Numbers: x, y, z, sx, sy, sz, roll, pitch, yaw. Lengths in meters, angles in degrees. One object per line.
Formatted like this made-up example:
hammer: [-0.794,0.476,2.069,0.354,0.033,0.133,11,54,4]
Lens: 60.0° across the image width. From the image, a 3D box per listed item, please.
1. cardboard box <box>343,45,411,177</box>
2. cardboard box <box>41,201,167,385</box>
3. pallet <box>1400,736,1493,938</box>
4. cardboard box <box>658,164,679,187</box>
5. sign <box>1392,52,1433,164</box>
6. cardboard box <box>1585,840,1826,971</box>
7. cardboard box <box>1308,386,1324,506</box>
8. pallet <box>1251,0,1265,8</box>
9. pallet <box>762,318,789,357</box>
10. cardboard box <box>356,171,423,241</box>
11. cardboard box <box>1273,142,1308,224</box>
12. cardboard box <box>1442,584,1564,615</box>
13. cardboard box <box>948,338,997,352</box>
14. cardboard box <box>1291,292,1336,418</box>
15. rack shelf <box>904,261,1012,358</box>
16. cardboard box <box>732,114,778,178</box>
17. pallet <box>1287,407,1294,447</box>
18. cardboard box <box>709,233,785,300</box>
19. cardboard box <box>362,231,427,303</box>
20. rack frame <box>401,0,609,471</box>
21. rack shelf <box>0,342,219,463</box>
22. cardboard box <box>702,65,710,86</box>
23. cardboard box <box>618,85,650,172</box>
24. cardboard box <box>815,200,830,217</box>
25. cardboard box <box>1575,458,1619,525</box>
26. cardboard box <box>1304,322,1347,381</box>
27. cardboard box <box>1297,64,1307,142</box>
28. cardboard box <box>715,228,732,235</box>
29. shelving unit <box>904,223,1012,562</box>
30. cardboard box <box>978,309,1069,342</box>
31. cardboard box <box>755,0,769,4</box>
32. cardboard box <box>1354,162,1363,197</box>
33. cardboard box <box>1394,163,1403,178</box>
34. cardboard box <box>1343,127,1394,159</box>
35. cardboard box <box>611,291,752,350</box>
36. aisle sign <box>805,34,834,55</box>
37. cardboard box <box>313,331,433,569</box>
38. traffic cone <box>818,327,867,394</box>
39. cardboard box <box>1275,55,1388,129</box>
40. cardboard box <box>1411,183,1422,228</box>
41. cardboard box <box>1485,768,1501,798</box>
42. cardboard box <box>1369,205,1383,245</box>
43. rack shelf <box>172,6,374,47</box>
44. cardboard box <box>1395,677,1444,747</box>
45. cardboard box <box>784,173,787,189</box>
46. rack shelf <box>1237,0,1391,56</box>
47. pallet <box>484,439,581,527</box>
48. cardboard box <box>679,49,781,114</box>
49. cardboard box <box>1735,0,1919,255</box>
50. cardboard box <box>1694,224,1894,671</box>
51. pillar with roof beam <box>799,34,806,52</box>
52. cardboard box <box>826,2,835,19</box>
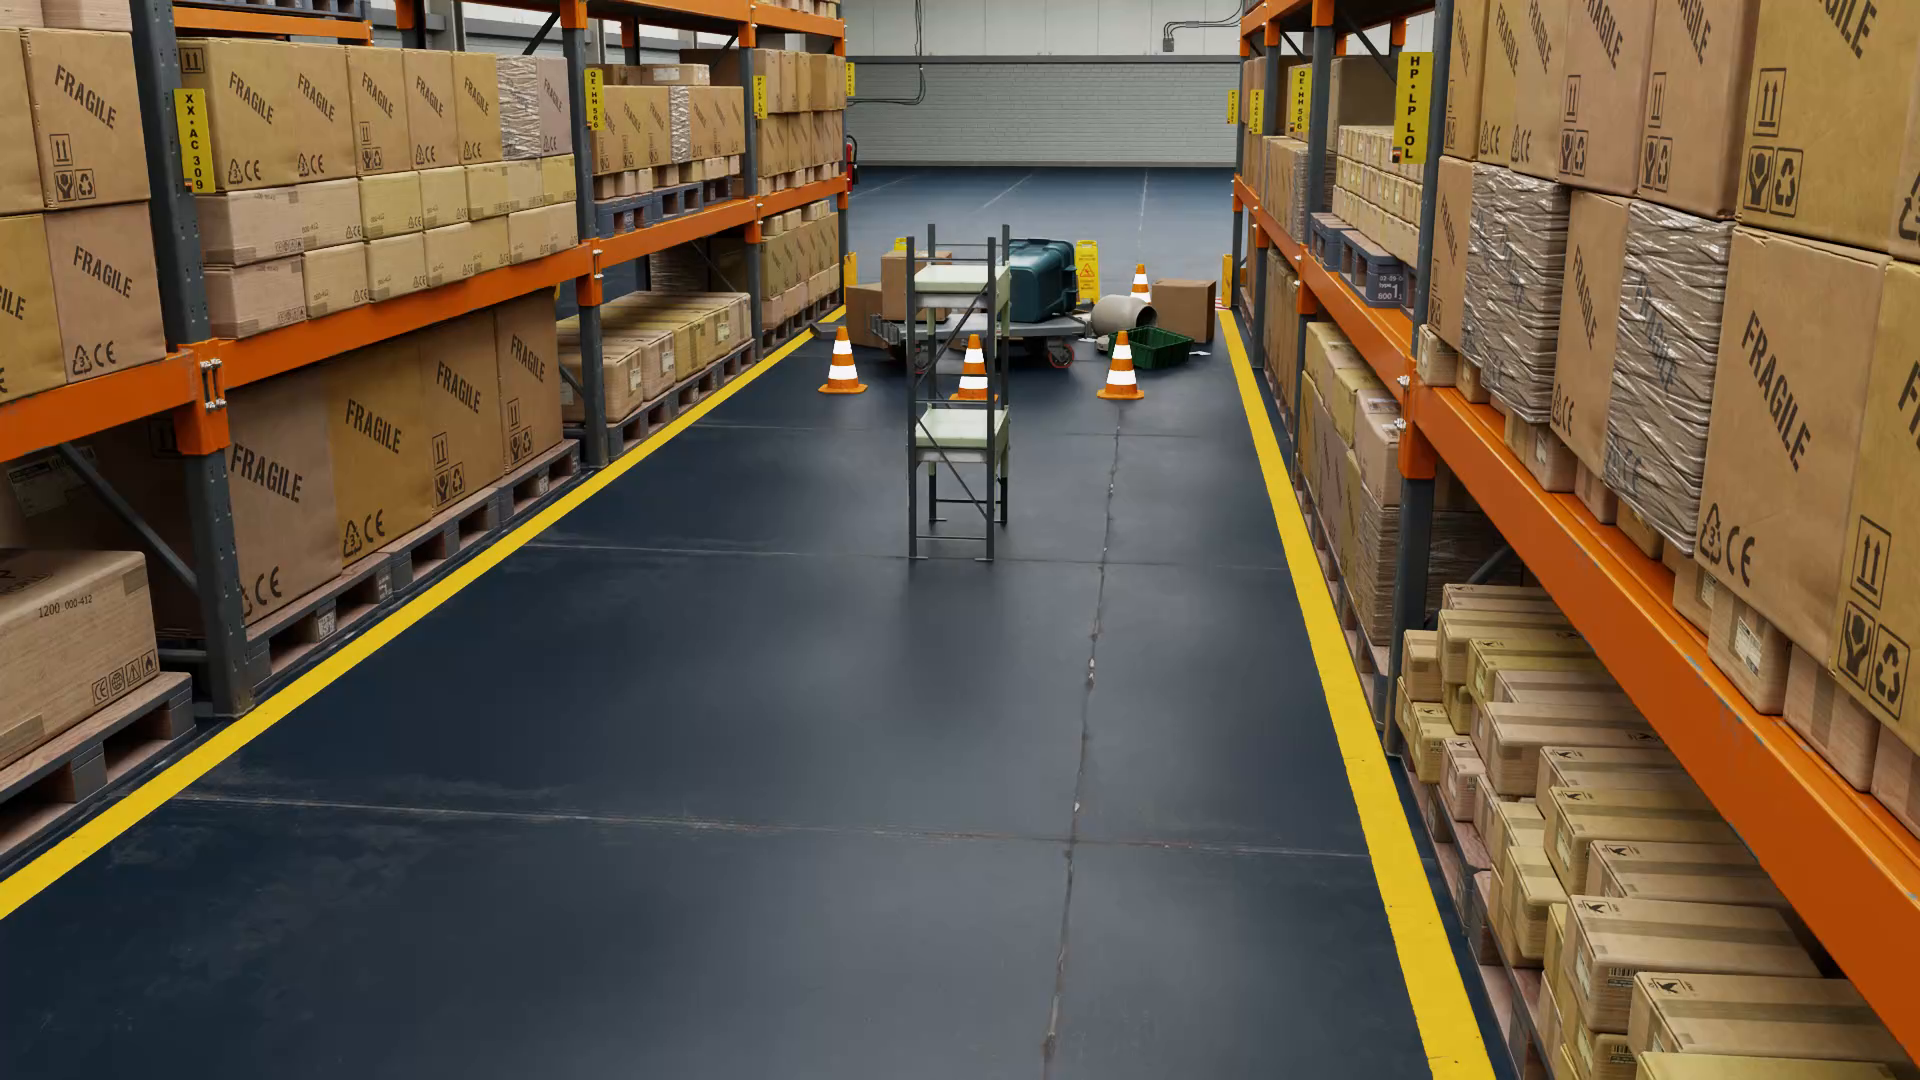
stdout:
cardboard box: [-2.593,-1.744,6.758,0.500,0.500,0.500,1,15,5]
cardboard box: [-2.815,-0.765,5.053,0.500,0.500,0.500,2,15,7]
pallet: [1.872,0.796,4.813,1.003,0.211,1.213,2,15,6]
cardboard box: [-2.114,-2.460,11.190,0.380,0.149,0.250,2,15,8]
sign: [1.361,-1.299,5.003,0.100,0.325,0.005,2,15,6]
cardboard box: [1.465,0.718,3.278,0.380,0.149,0.250,1,15,4]
cardboard box: [1.978,-0.452,8.072,0.500,0.500,0.500,2,15,7]
pallet: [3.059,-4.733,14.341,1.003,0.211,1.213,2,15,6]
pallet: [-2.073,-1.749,14.225,1.003,0.211,1.213,2,15,6]
cardboard box: [-2.573,-1.386,6.869,0.500,0.250,0.500,2,15,7]
cardboard box: [2.316,-2.328,10.832,0.500,0.500,0.500,2,15,7]
cardboard box: [1.668,0.244,5.029,0.380,0.149,0.250,2,15,9]
cardboard box: [0.110,-1.748,14.117,0.258,0.266,0.396,-10,18,-32]
cardboard box: [2.522,-1.035,9.747,1.050,0.750,0.750,1,15,5]
rack shelf: [0.001,-1.102,7.871,0.431,0.370,0.720,2,15,6]
cardboard box: [-1.788,-3.217,13.552,0.500,0.500,0.500,2,15,6]
pallet: [2.528,-0.619,10.046,1.003,0.211,1.213,2,15,6]
cardboard box: [-1.779,-2.302,13.955,0.500,0.500,0.500,2,15,9]
cardboard box: [-2.574,-1.145,6.938,0.500,0.250,0.500,2,15,6]
rack frame: [-2.565,-1.882,9.376,1.000,3.000,0.127,2,15,6]
rack shelf: [-3.243,0.021,3.715,1.077,0.370,4.000,2,15,6]
cardboard box: [-2.007,-3.322,11.891,0.380,0.149,0.250,1,15,5]
cardboard box: [-2.233,-2.522,10.176,0.500,0.500,0.500,2,15,9]
cardboard box: [-1.469,-3.195,16.015,0.380,0.149,0.250,2,15,8]
cardboard box: [1.471,-0.126,3.363,0.380,0.149,0.250,2,15,8]
cardboard box: [2.046,-0.949,8.472,0.500,0.250,0.500,1,15,4]
cardboard box: [2.652,-2.937,11.172,0.700,0.500,0.500,2,15,7]
cardboard box: [-2.258,-2.450,14.504,0.500,0.500,0.500,2,15,7]
shelving unit: [0.001,-0.726,7.973,0.431,1.500,0.755,2,15,6]
cardboard box: [0.557,-2.044,14.499,0.797,0.637,0.503,2,15,6]
cardboard box: [-1.748,-4.386,13.371,0.380,0.149,0.250,2,15,6]
cardboard box: [2.027,-1.663,7.672,0.380,0.149,0.250,2,15,7]
cardboard box: [1.886,-1.472,6.396,0.380,0.149,0.250,1,15,4]
cardboard box: [2.092,-1.947,8.154,0.380,0.149,0.250,1,15,5]
cardboard box: [-2.171,-1.718,12.997,0.950,0.372,0.625,2,15,7]
aisle sign: [-1.368,-5.219,16.738,0.394,0.787,0.004,2,15,6]
cardboard box: [-2.932,-0.419,7.232,0.875,0.875,0.875,2,15,8]
traffic cone: [-0.863,-1.332,12.202,0.336,0.463,0.334,2,15,6]
cardboard box: [2.891,-3.488,12.960,0.875,0.550,0.550,2,15,6]
cardboard box: [1.821,-1.192,5.930,0.380,0.149,0.250,2,15,9]
cardboard box: [1.590,0.592,4.314,0.380,0.149,0.250,1,15,3]
cardboard box: [1.935,-1.322,6.983,0.380,0.149,0.250,1,15,4]
rack shelf: [-6.821,-4.684,15.370,1.077,0.370,4.000,2,15,6]
cardboard box: [1.553,0.533,5.100,0.380,0.149,0.250,1,15,4]
cardboard box: [-1.722,-3.141,14.511,0.380,0.149,0.250,2,15,6]
rack shelf: [3.041,-4.419,14.391,1.077,0.370,4.000,2,15,6]
pallet: [-2.729,-0.334,8.992,1.003,0.211,1.213,2,15,6]
cardboard box: [-1.849,-3.702,13.429,0.700,0.500,0.500,2,15,6]
cardboard box: [1.323,-0.620,2.030,0.500,0.500,0.500,1,15,4]
cardboard box: [1.320,-0.137,2.161,0.500,0.500,0.500,1,15,5]
pillar with roof beam: [0.093,-14.498,44.540,9.100,9.000,0.400,2,15,6]
cardboard box: [-1.421,-5.117,16.076,0.380,0.149,0.250,2,15,7]
